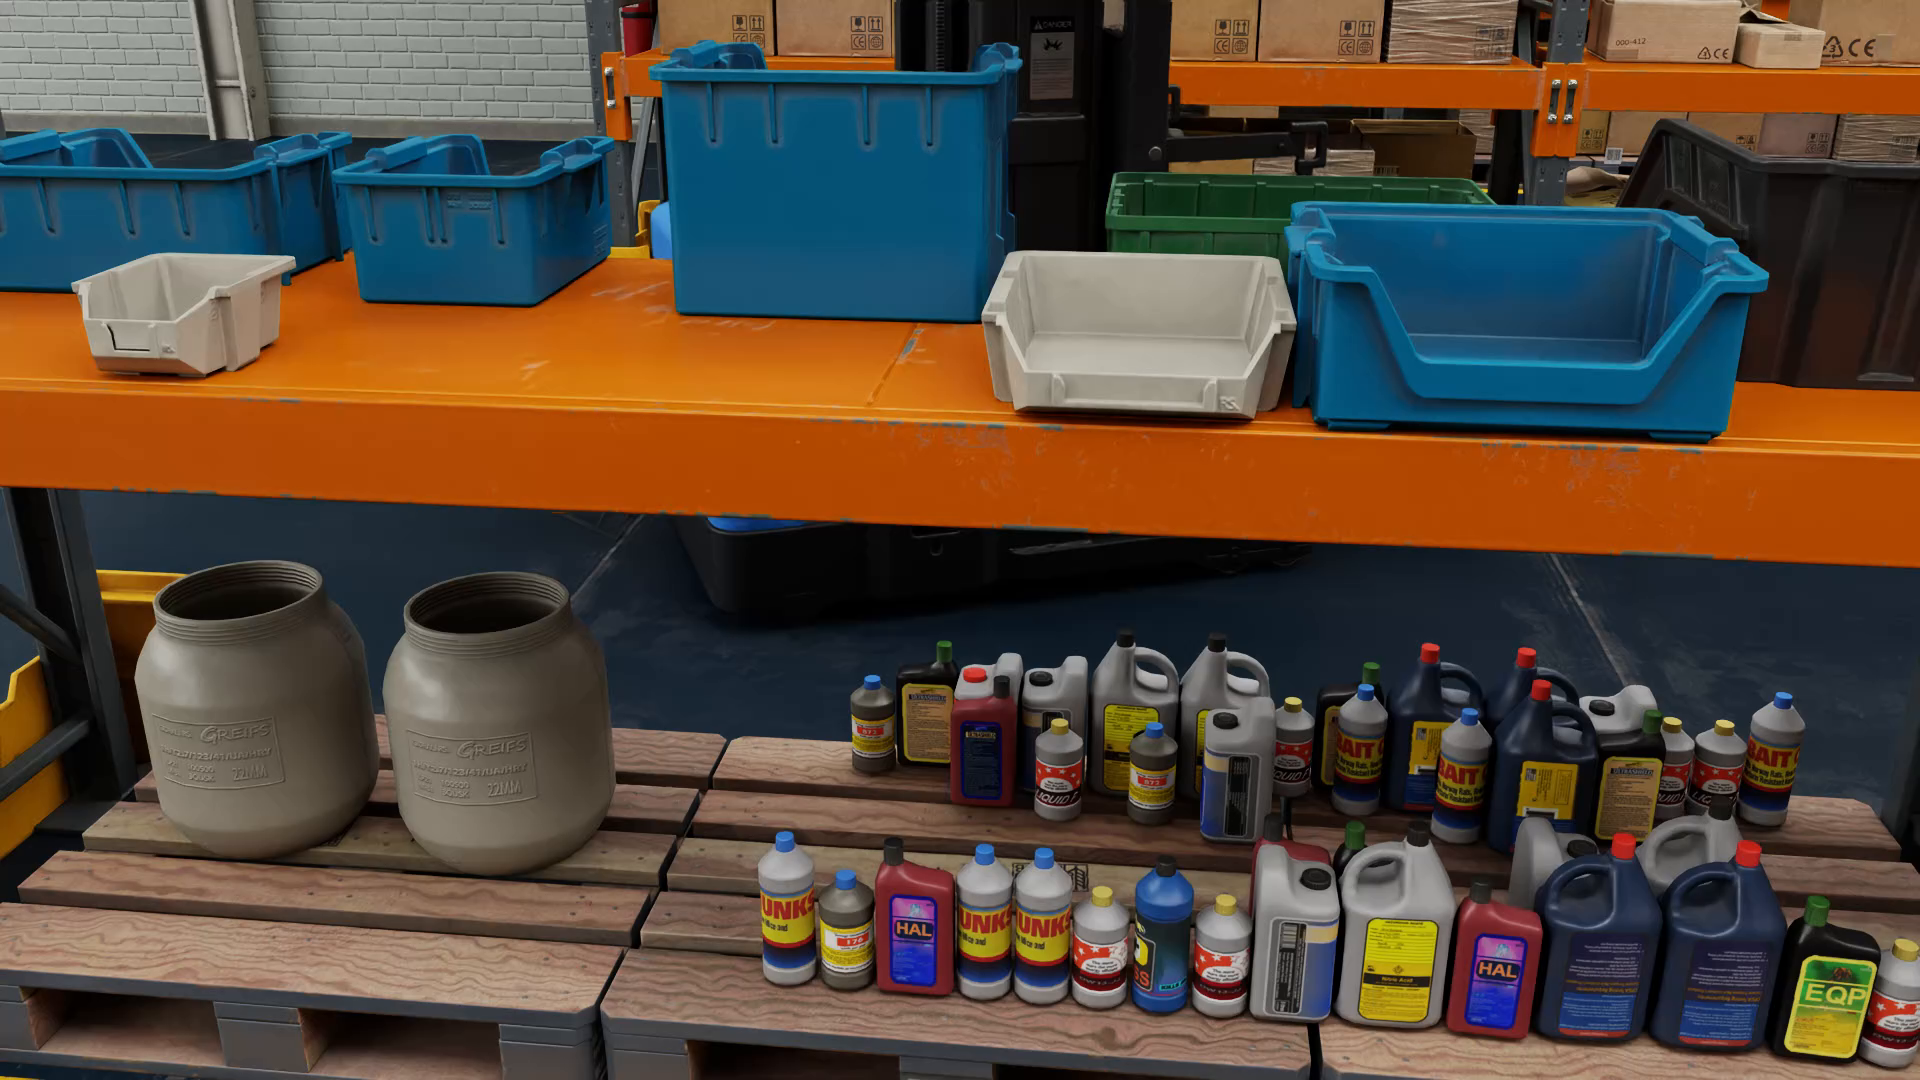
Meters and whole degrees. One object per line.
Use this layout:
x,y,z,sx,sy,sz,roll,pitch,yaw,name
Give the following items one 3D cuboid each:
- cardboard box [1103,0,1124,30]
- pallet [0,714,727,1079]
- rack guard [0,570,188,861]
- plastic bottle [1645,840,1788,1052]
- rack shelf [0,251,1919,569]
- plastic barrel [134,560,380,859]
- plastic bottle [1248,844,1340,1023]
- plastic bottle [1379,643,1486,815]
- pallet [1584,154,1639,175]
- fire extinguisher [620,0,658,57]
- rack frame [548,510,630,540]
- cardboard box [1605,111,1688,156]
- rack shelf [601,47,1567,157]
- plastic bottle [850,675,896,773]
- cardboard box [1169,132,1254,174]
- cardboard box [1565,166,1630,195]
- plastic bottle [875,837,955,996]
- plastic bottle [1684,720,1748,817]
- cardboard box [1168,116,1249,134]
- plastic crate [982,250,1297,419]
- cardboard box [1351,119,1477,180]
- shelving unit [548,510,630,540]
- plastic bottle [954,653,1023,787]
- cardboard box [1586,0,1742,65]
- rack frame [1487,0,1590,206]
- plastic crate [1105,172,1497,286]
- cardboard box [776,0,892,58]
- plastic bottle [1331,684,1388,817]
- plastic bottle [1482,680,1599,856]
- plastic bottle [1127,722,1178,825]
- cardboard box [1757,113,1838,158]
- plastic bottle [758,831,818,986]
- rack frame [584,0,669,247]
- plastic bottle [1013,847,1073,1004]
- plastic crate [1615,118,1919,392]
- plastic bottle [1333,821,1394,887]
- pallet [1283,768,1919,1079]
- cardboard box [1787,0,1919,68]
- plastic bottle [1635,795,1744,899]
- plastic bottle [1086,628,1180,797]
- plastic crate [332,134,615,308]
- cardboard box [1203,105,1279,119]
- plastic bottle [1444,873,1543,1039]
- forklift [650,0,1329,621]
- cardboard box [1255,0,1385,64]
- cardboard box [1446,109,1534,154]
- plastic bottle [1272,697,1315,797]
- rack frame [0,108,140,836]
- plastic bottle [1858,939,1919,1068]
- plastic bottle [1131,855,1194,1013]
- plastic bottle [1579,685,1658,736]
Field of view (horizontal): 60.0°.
0.524,-2.391,7.272,0.500,0.500,0.700,3,22,8,cardboard box
-1.175,0.693,3.400,1.213,0.211,1.003,2,22,6,pallet
-1.981,0.522,3.441,0.348,0.500,1.175,2,22,6,rack guard
1.236,0.651,2.719,0.185,0.351,0.144,2,22,5,plastic bottle
-0.076,-0.206,2.859,4.000,0.370,1.077,2,22,6,rack shelf
-1.400,0.335,3.325,0.421,0.512,0.421,0,22,0,plastic barrel
0.564,0.655,2.810,0.135,0.276,0.152,3,22,7,plastic bottle
0.970,0.379,3.407,0.185,0.351,0.144,2,22,4,plastic bottle
5.064,-2.689,11.955,1.213,0.211,1.003,2,22,6,pallet
-1.538,-2.574,7.976,0.183,0.674,0.296,2,22,6,fire extinguisher
-1.659,-0.283,5.433,1.200,0.006,0.240,24,19,-11,rack frame
4.830,-3.047,11.868,0.500,0.500,0.700,3,22,7,cardboard box
0.510,-2.014,7.433,4.000,0.370,1.077,2,22,6,rack shelf
-0.187,0.389,3.583,0.097,0.201,0.097,0,22,0,plastic bottle
1.018,-1.514,7.338,0.500,0.500,0.500,2,22,6,cardboard box
2.933,-1.527,7.628,0.500,0.311,0.500,2,22,6,cardboard box
-0.076,0.640,2.837,0.133,0.283,0.061,3,22,7,plastic bottle
1.544,0.465,3.393,0.097,0.201,0.097,0,22,0,plastic bottle
1.080,-1.705,7.822,0.500,0.500,0.500,2,22,6,cardboard box
0.268,-0.309,2.501,0.437,0.136,0.530,2,22,6,plastic crate
2.073,-1.662,7.713,0.500,0.500,0.500,2,22,6,cardboard box
-1.619,-0.360,5.403,1.200,0.189,0.258,24,19,-11,shelving unit
0.060,0.375,3.517,0.135,0.276,0.152,3,22,7,plastic bottle
2.991,-2.187,7.096,0.500,0.250,0.500,4,22,10,cardboard box
2.497,-2.262,7.082,0.127,3.000,1.000,2,22,6,rack frame
0.595,-0.517,2.956,0.662,0.188,0.450,2,22,6,plastic crate
-0.491,-2.436,7.386,0.500,0.500,0.700,3,22,8,cardboard box
0.819,0.423,3.403,0.097,0.271,0.097,0,22,0,plastic bottle
1.140,0.440,3.253,0.185,0.351,0.144,2,22,6,plastic bottle
0.392,0.468,3.385,0.097,0.201,0.097,0,22,0,plastic bottle
5.829,-3.017,11.793,0.500,0.500,0.700,2,22,6,cardboard box
-0.298,0.629,2.881,0.097,0.271,0.097,0,22,0,plastic bottle
-1.476,-2.435,7.520,0.127,3.000,1.000,2,22,6,rack frame
0.141,0.649,2.832,0.097,0.271,0.097,0,22,0,plastic bottle
1.405,-0.494,2.694,0.504,0.338,0.767,2,22,6,plastic crate
0.712,0.621,2.885,0.133,0.283,0.061,2,22,6,plastic bottle
1.248,0.799,3.133,1.213,0.211,1.003,2,22,6,pallet
3.780,-2.247,6.907,0.500,0.500,0.500,4,22,10,cardboard box
1.253,0.598,2.852,0.185,0.351,0.144,2,22,6,plastic bottle
0.363,0.352,3.474,0.185,0.351,0.144,3,22,9,plastic bottle
-0.886,-0.615,3.119,0.408,0.251,0.499,2,22,6,plastic crate
2.040,-3.144,12.113,0.500,0.500,0.500,1,22,2,cardboard box
0.879,0.682,2.731,0.133,0.283,0.061,4,22,10,plastic bottle
0.592,-1.436,5.086,3.031,2.935,1.130,-7,23,-17,forklift
1.531,-2.346,7.158,0.500,0.500,0.700,2,22,6,cardboard box
3.809,-3.087,11.971,0.500,0.500,0.700,3,22,8,cardboard box
0.691,0.427,3.487,0.097,0.201,0.097,0,22,0,plastic bottle
-2.062,-0.627,2.946,0.127,3.000,1.000,2,22,6,rack frame
1.513,0.741,2.694,0.097,0.201,0.097,0,22,0,plastic bottle
0.342,0.657,2.810,0.097,0.271,0.097,0,22,0,plastic bottle
1.321,0.430,3.378,0.135,0.276,0.152,3,22,8,plastic bottle
